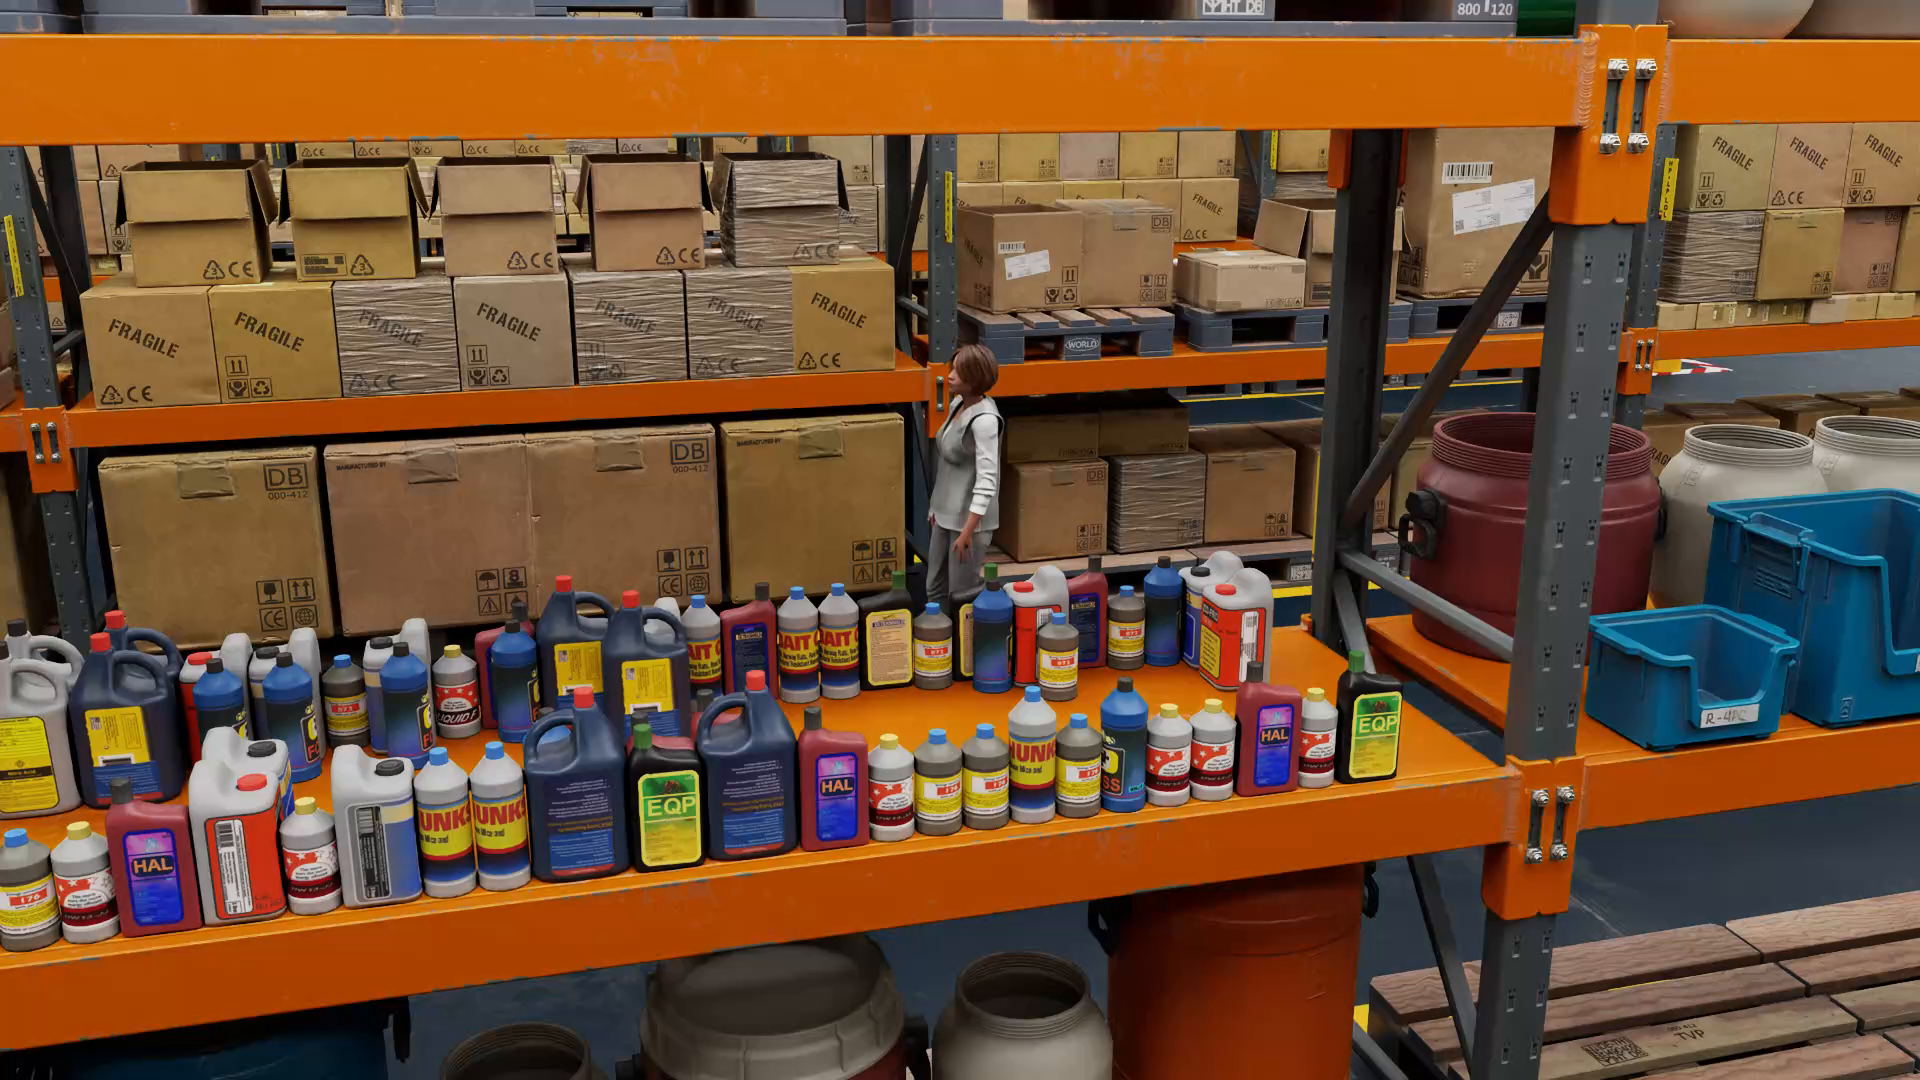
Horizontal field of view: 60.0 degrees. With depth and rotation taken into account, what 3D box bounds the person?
[{"bbox_3d":[-0.065,-0.062,7.232,0.475,1.596,0.520,-5,17,-15],"label":"person"}]
